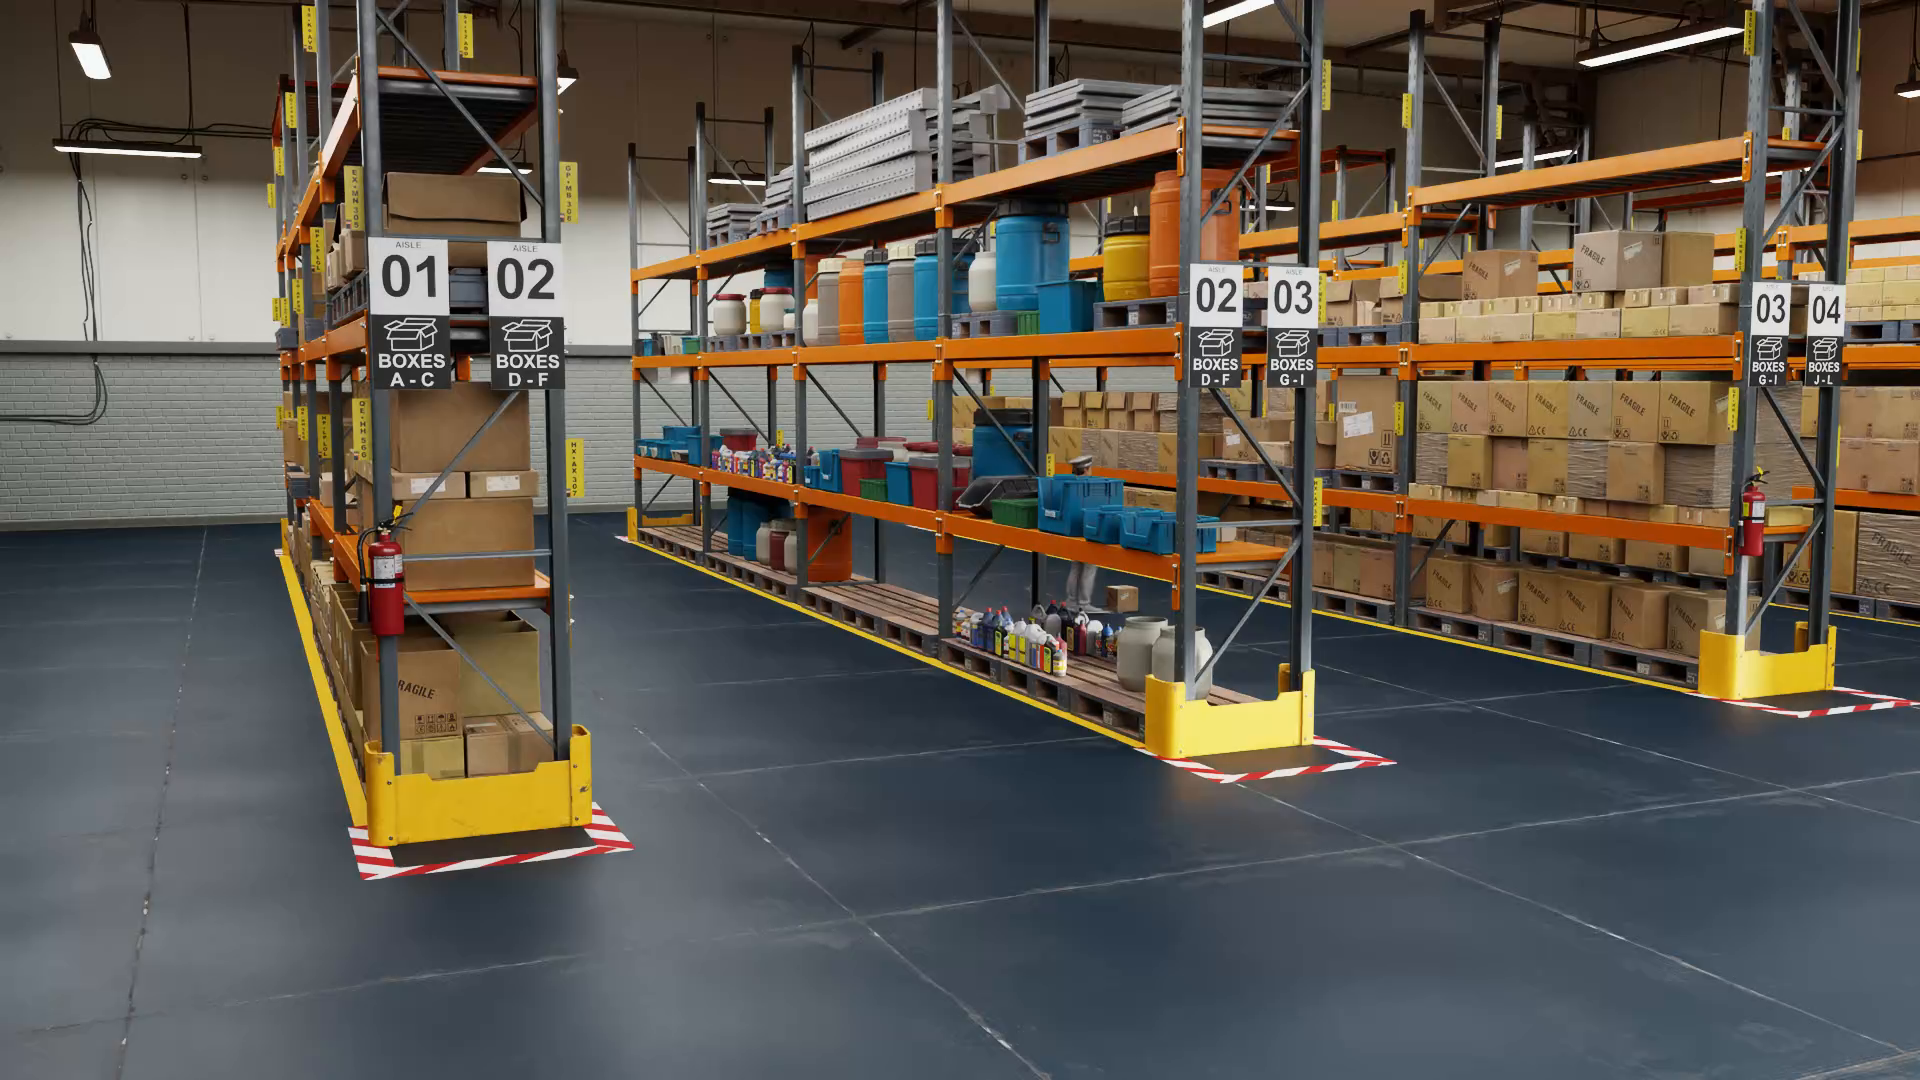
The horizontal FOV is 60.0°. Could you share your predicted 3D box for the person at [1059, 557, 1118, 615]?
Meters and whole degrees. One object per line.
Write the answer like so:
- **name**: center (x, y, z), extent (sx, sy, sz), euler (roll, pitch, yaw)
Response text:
- **person**: center (1.369, 0.129, 17.639), extent (0.752, 1.292, 0.533), euler (-2, 6, -24)
